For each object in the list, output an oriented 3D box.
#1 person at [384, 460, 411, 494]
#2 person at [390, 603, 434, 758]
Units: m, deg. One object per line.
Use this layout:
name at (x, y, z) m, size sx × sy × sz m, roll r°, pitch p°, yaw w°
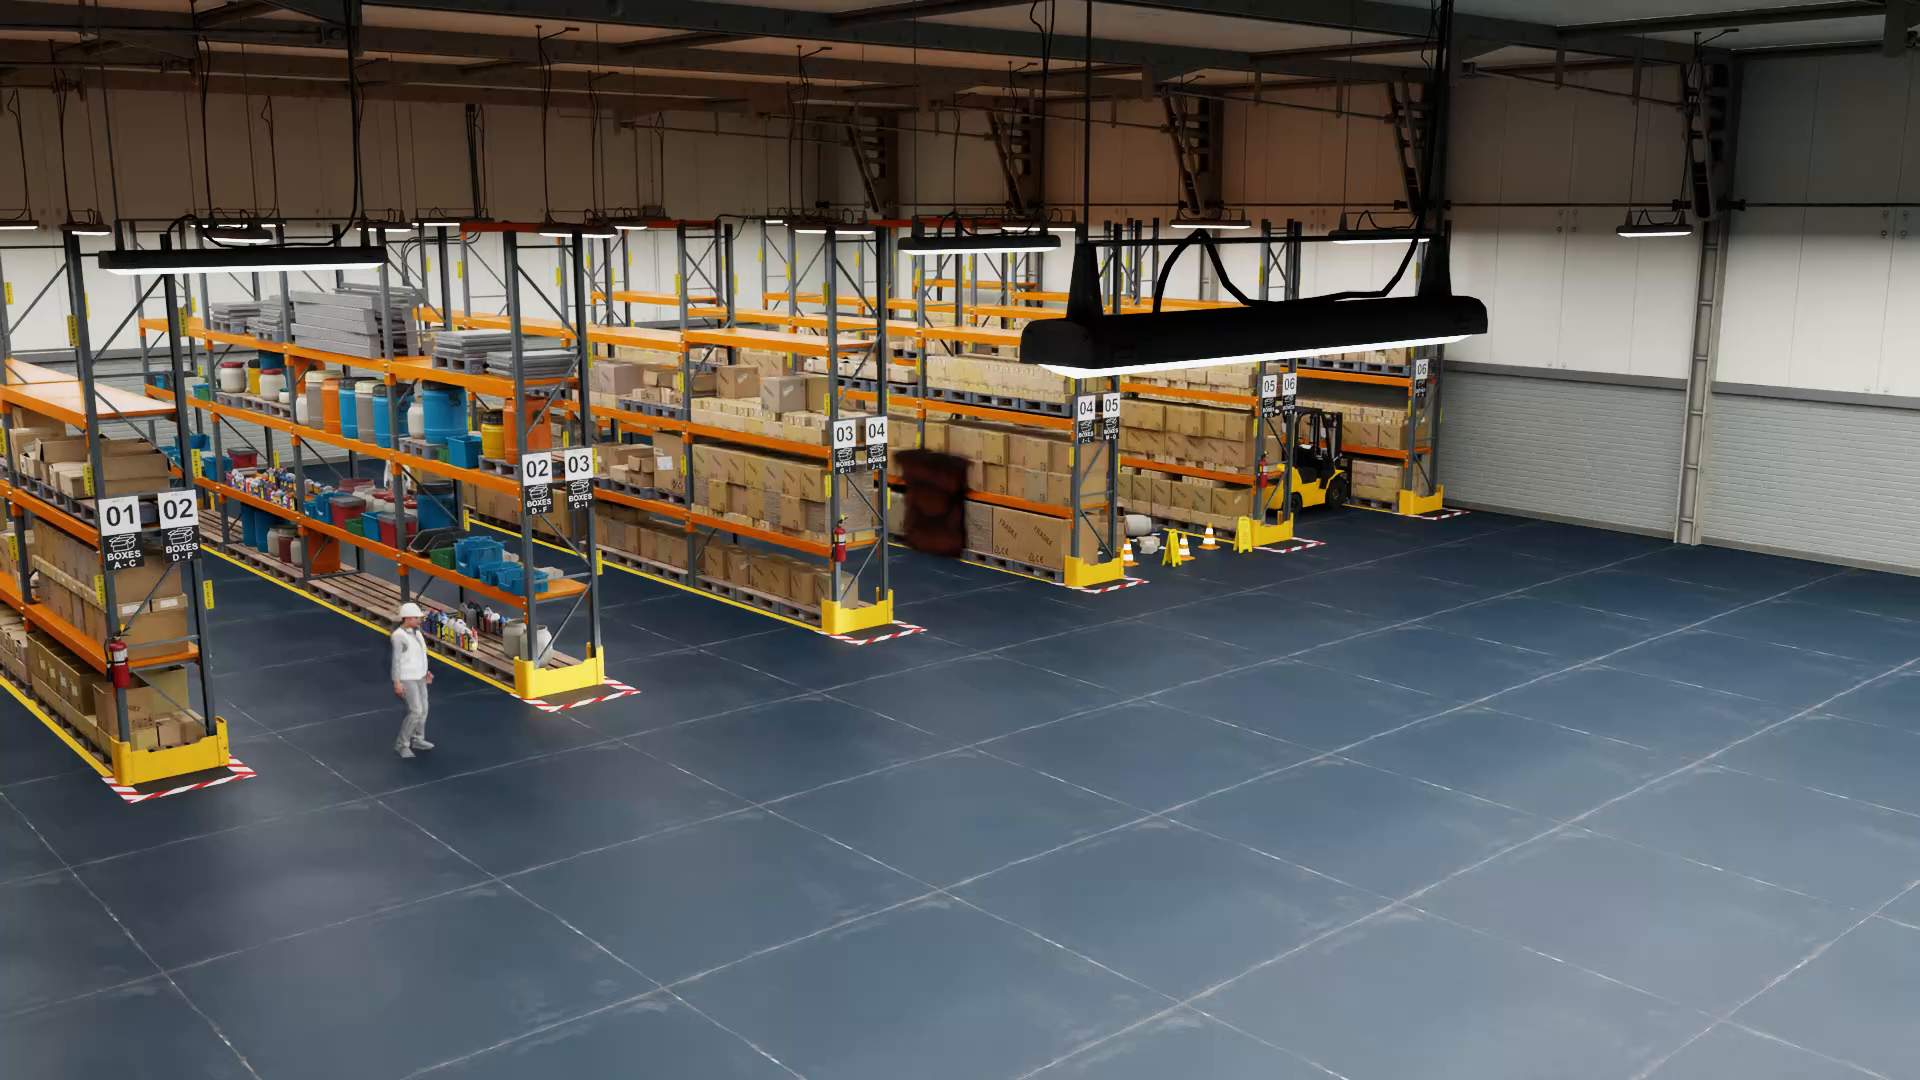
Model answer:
person at (-11.334, -1.155, 33.385) m, size 0.546 × 1.687 × 0.541 m, roll 2°, pitch 12°, yaw 10°
person at (-6.423, 1.630, 19.493) m, size 0.406 × 1.807 × 0.639 m, roll 1°, pitch 11°, yaw 6°
